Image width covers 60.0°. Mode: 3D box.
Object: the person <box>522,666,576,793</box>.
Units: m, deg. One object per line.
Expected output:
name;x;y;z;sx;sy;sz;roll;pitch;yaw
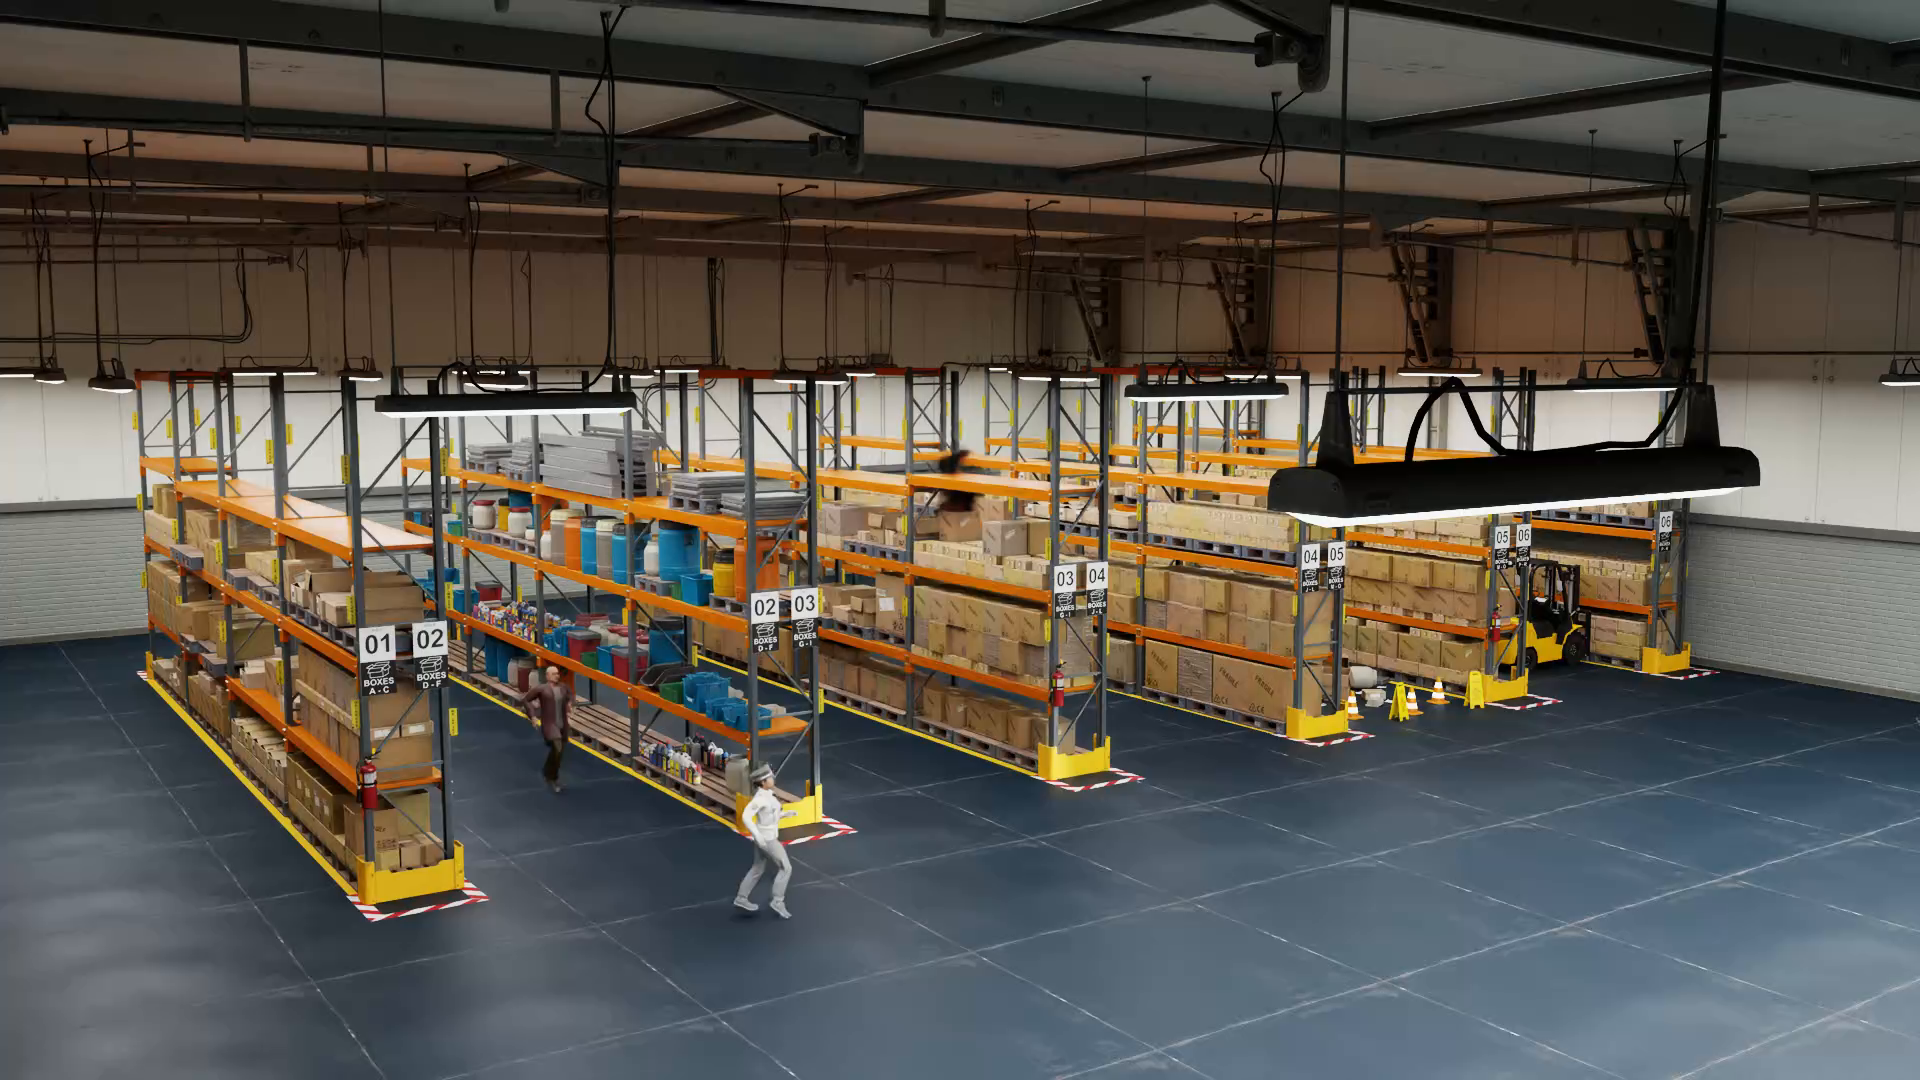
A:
person;-5.886;2.783;24.115;0.809;1.745;0.670;6;8;40

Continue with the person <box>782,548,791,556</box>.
person;-4.148;1.009;39.285;0.717;1.751;0.986;-1;7;-11

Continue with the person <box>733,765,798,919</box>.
person;-2.182;3.392;18.670;0.740;1.749;0.578;-1;7;-9
